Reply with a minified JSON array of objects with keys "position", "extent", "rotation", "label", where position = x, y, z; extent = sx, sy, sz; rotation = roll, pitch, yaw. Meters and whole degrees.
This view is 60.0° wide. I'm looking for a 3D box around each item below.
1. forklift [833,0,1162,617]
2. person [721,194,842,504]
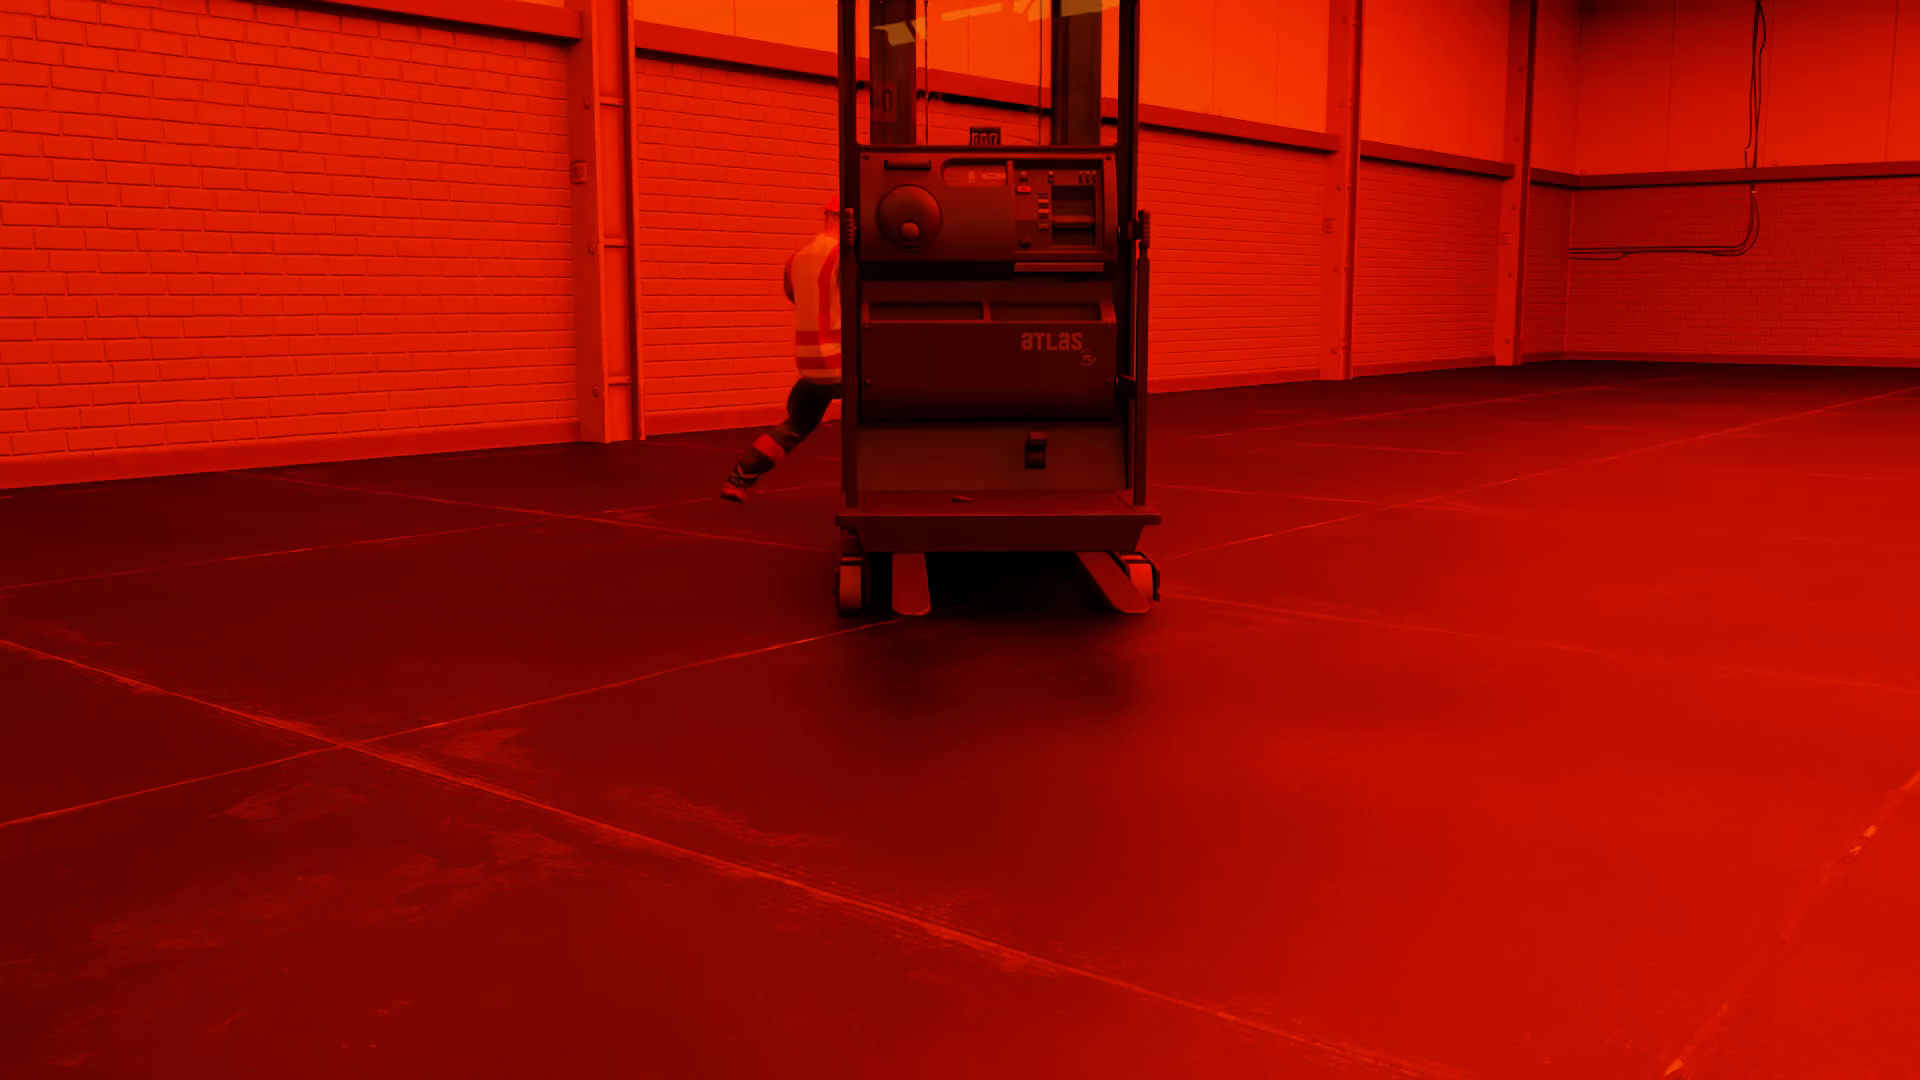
[{"position":[0.113,-1.249,5.820],"extent":[1.130,2.935,3.031],"rotation":[0,8,-2],"label":"forklift"},{"position":[-0.543,-0.932,8.293],"extent":[0.968,1.560,1.239],"rotation":[-8,11,-43],"label":"person"}]
